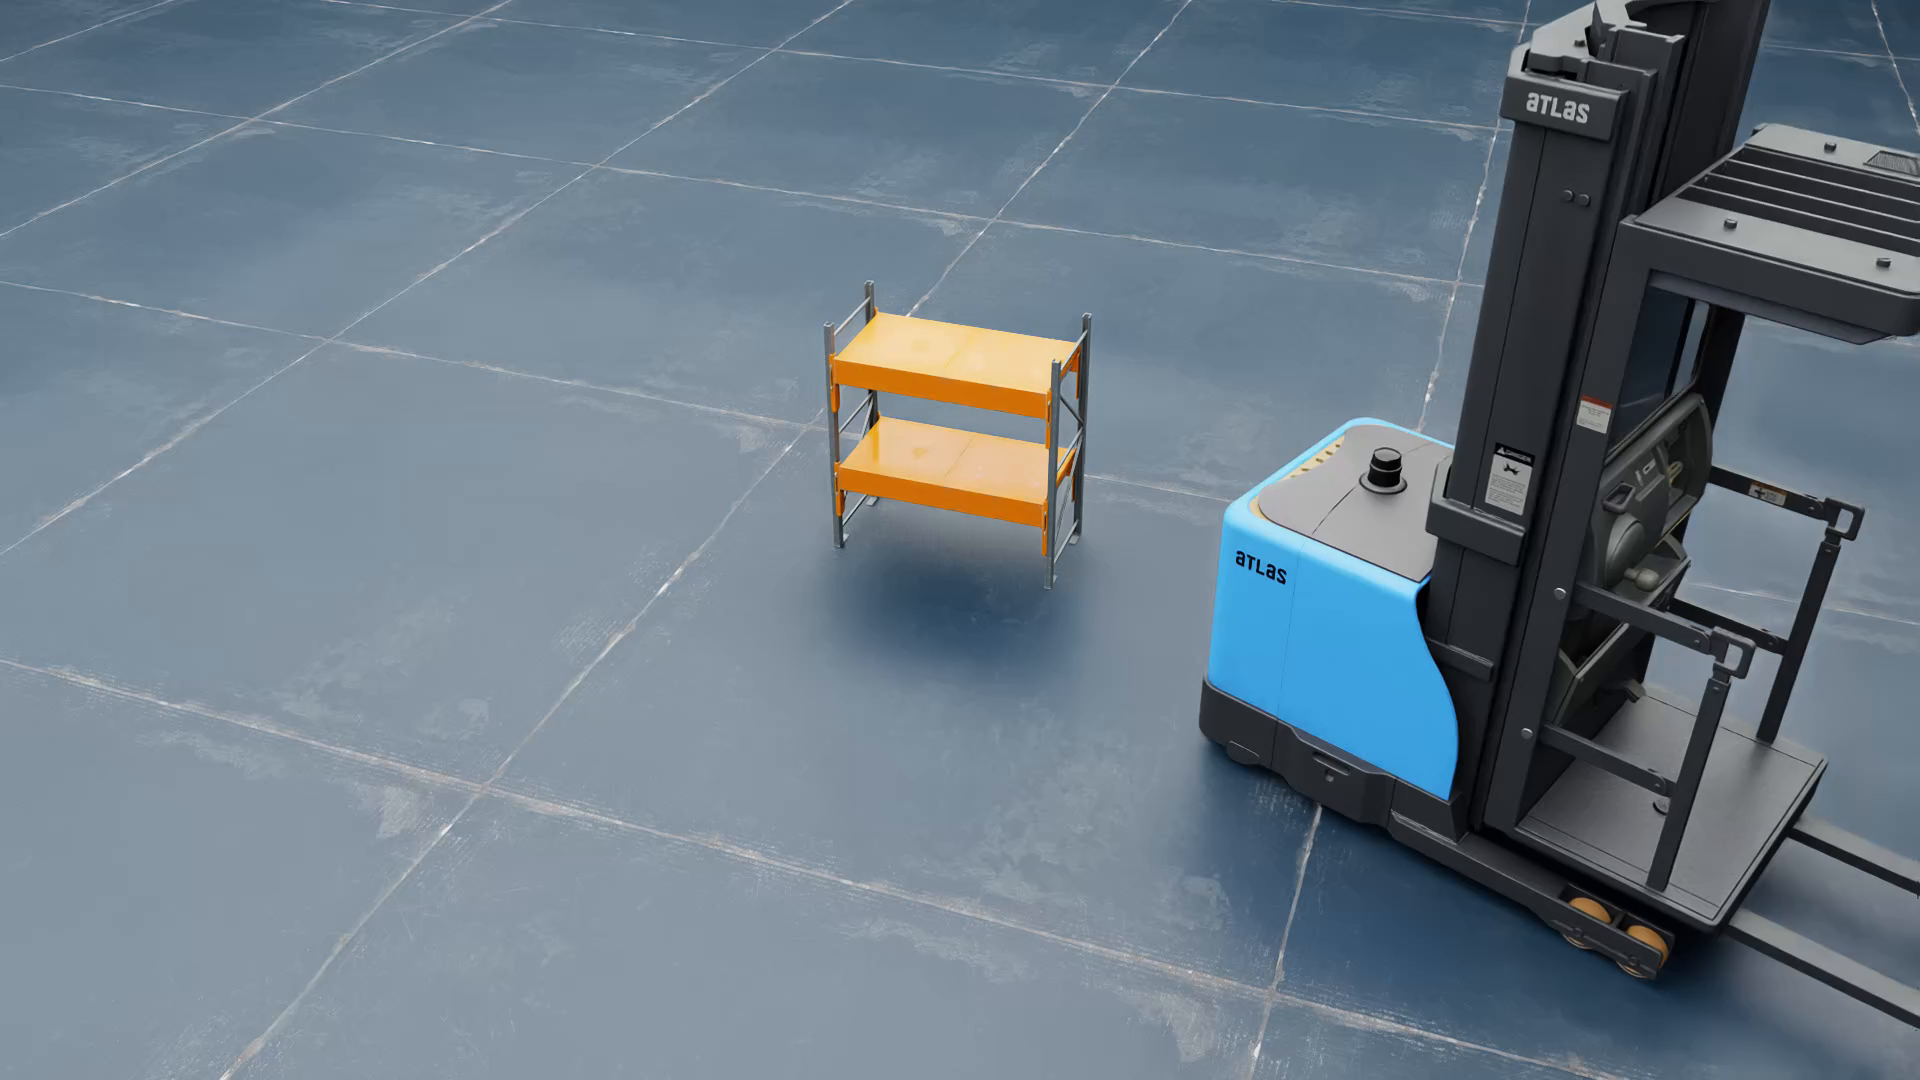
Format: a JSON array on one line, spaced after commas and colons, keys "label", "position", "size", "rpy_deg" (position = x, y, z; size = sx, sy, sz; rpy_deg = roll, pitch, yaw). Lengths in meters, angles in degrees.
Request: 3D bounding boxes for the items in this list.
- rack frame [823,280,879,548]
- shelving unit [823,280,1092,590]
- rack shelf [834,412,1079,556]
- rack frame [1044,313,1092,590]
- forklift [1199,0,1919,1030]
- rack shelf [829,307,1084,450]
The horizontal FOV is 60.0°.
[{"label": "rack frame", "position": [-0.485, -0.567, 7.591], "size": [0.032, 1.125, 0.500], "rpy_deg": [11, 34, 16]}, {"label": "shelving unit", "position": [-0.006, -0.474, 7.447], "size": [1.048, 1.125, 0.538], "rpy_deg": [11, 34, 16]}, {"label": "rack shelf", "position": [-0.006, -0.268, 7.579], "size": [1.000, 0.278, 0.538], "rpy_deg": [11, 34, 16]}, {"label": "rack frame", "position": [0.472, -0.381, 7.303], "size": [0.032, 1.125, 0.500], "rpy_deg": [11, 34, 16]}, {"label": "forklift", "position": [2.371, -0.109, 5.216], "size": [3.031, 2.935, 1.130], "rpy_deg": [26, 41, 34]}, {"label": "rack shelf", "position": [-0.006, -0.720, 7.288], "size": [1.000, 0.278, 0.538], "rpy_deg": [11, 34, 16]}]
